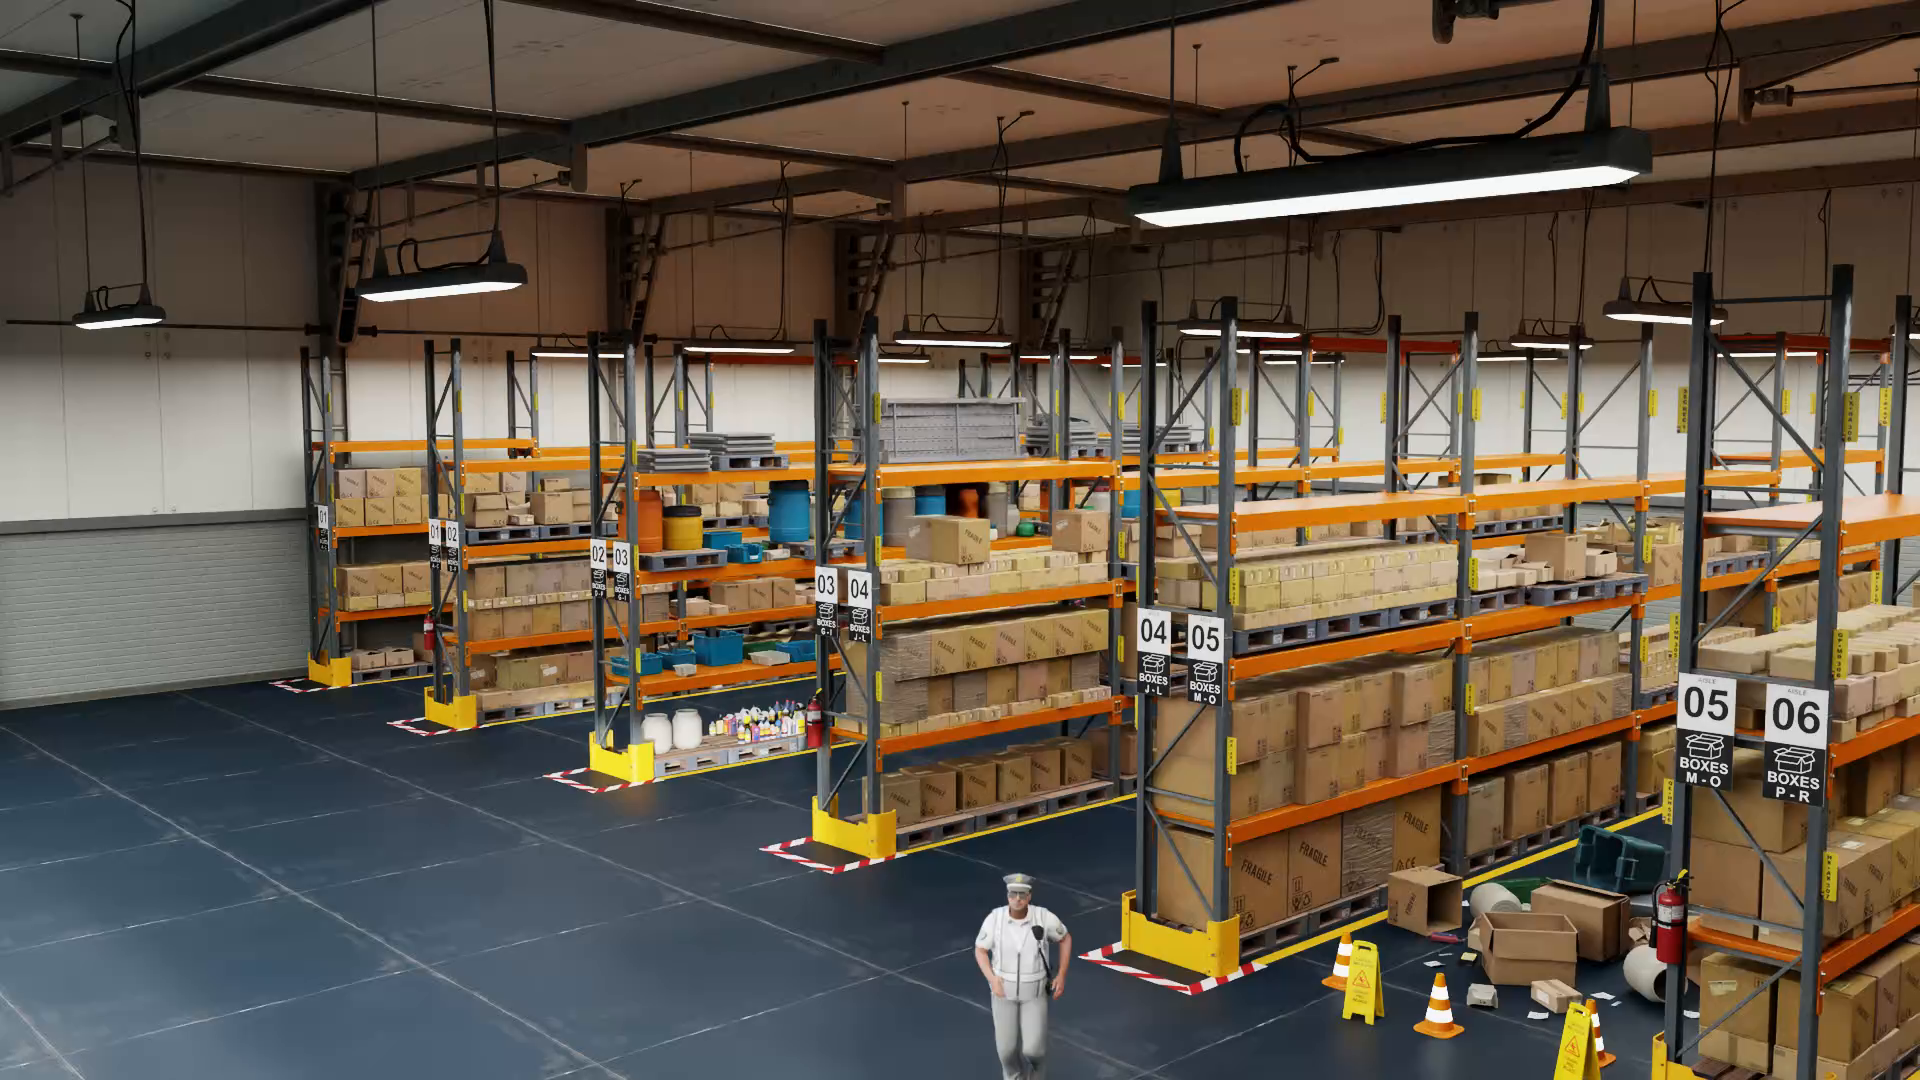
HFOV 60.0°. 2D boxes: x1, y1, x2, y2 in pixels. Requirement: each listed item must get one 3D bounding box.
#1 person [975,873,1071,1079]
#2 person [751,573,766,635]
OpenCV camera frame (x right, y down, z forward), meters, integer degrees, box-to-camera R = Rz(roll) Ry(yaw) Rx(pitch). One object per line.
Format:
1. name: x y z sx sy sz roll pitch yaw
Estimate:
1. person: 0.450 3.243 11.998 0.698 1.740 0.611 0 5 5
2. person: -3.897 1.436 32.341 0.690 1.842 0.822 5 7 42
